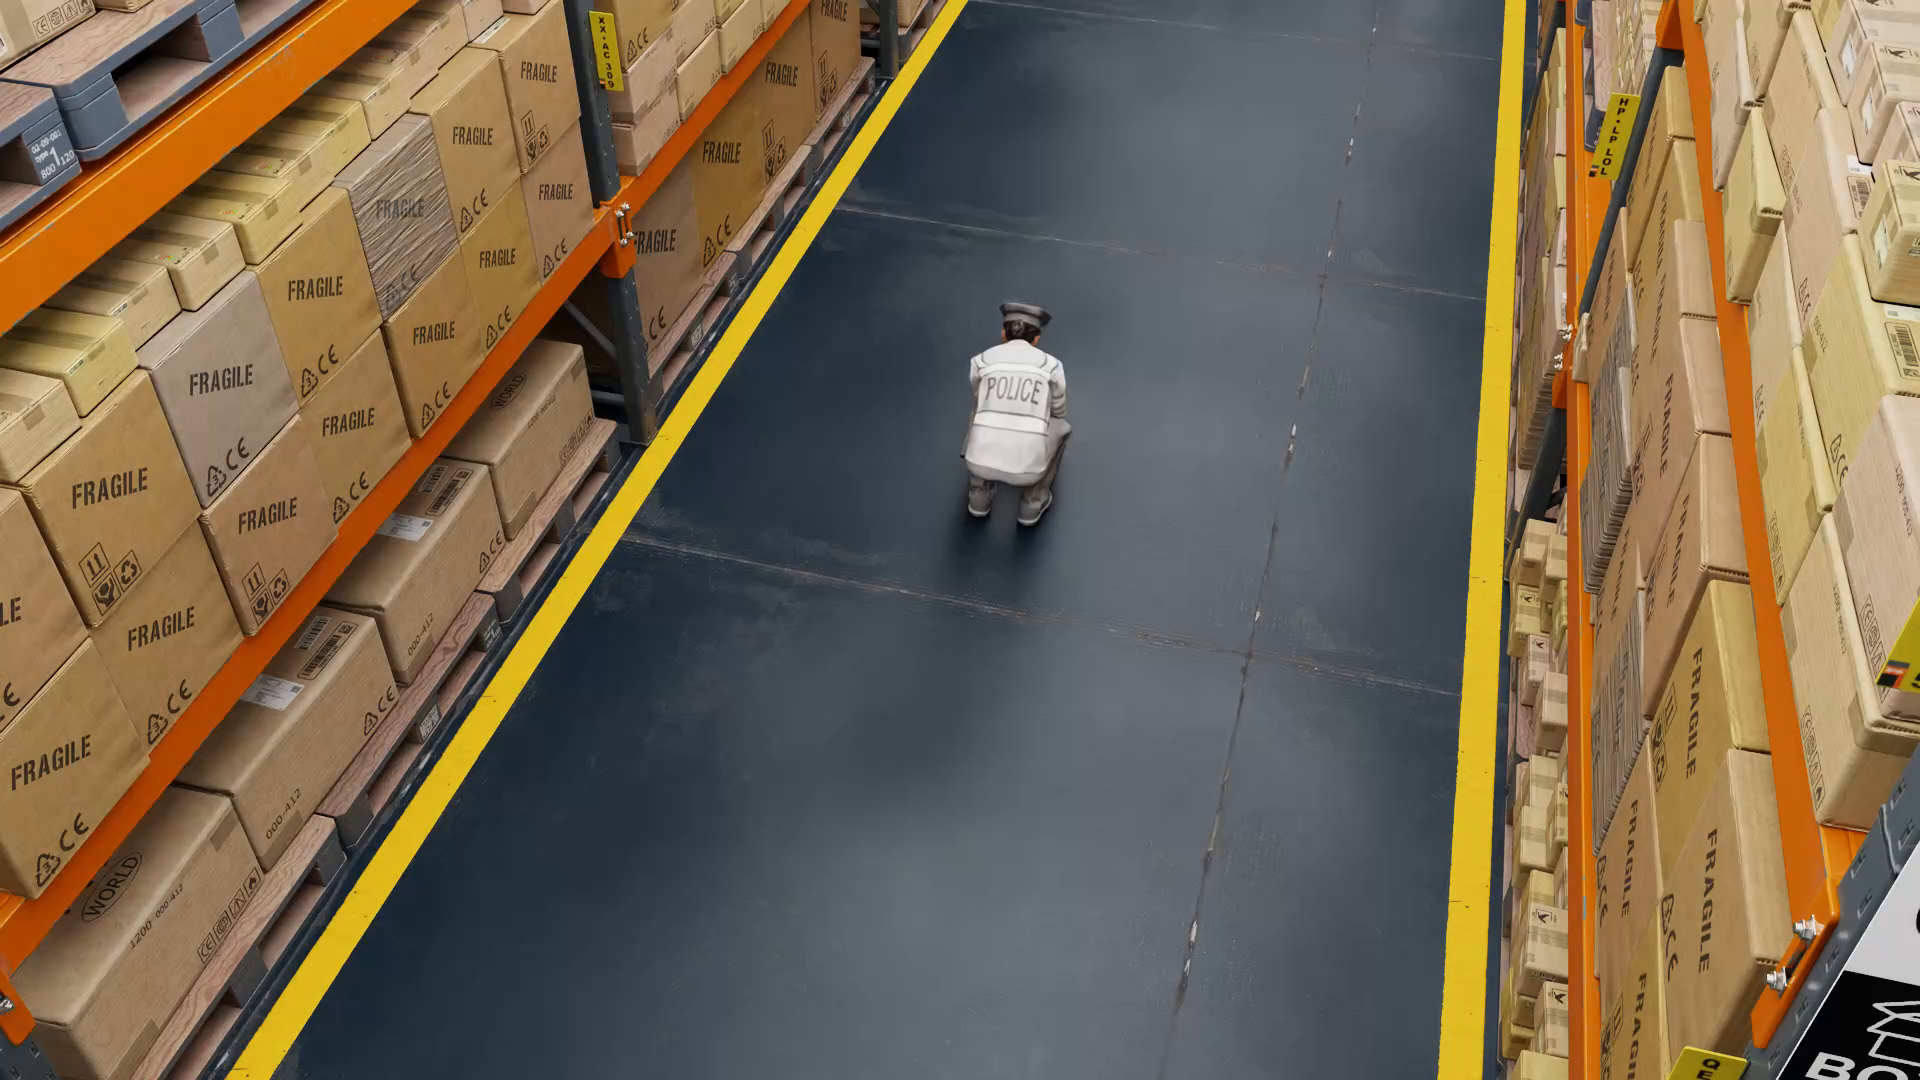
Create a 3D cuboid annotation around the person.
[{"bbox_3d":[0.256,-0.550,7.478,0.477,0.847,0.875,10,42,11],"label":"person"}]
